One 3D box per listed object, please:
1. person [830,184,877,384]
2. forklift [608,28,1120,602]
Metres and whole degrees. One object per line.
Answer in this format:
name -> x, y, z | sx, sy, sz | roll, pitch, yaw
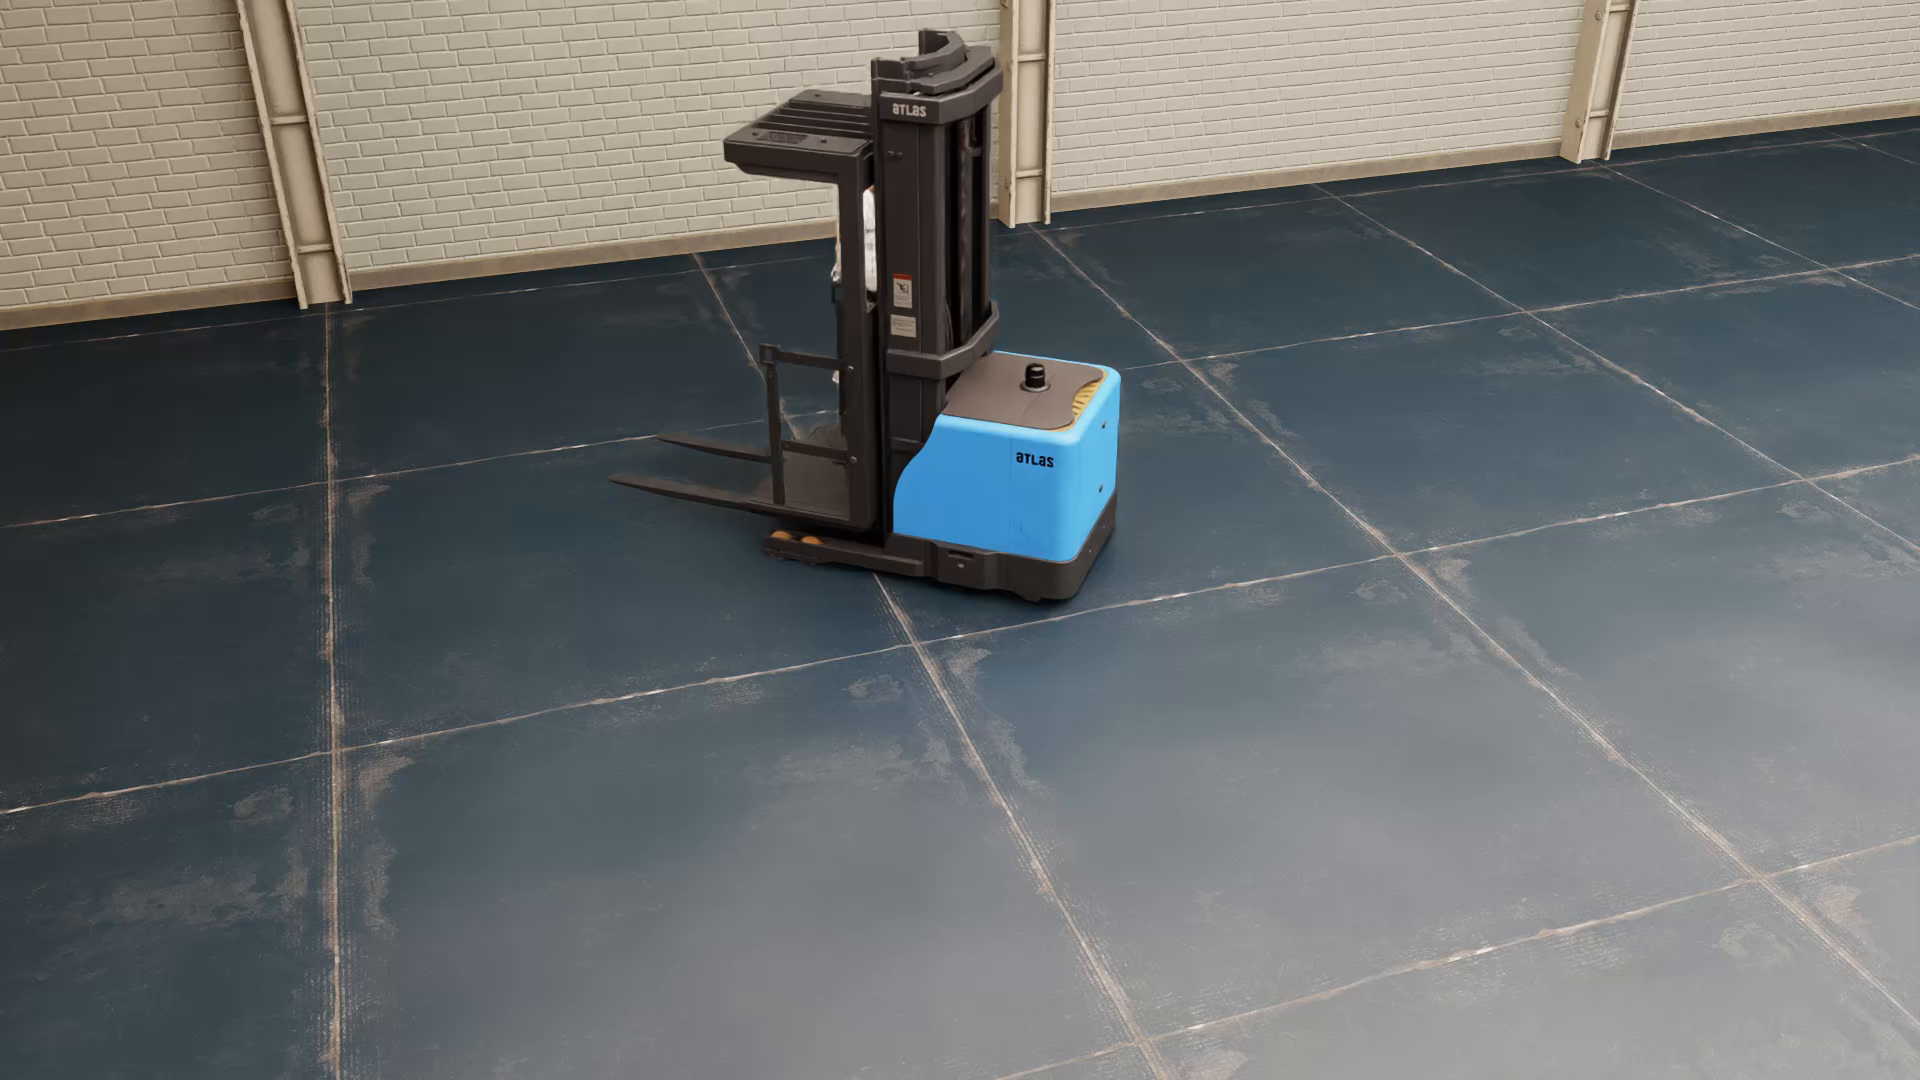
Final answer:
person -> -0.720, -1.869, 11.588 | 0.422, 1.602, 0.794 | -4, 30, -8
forklift -> -0.634, -1.359, 9.448 | 3.031, 2.935, 1.130 | 10, 31, 17
